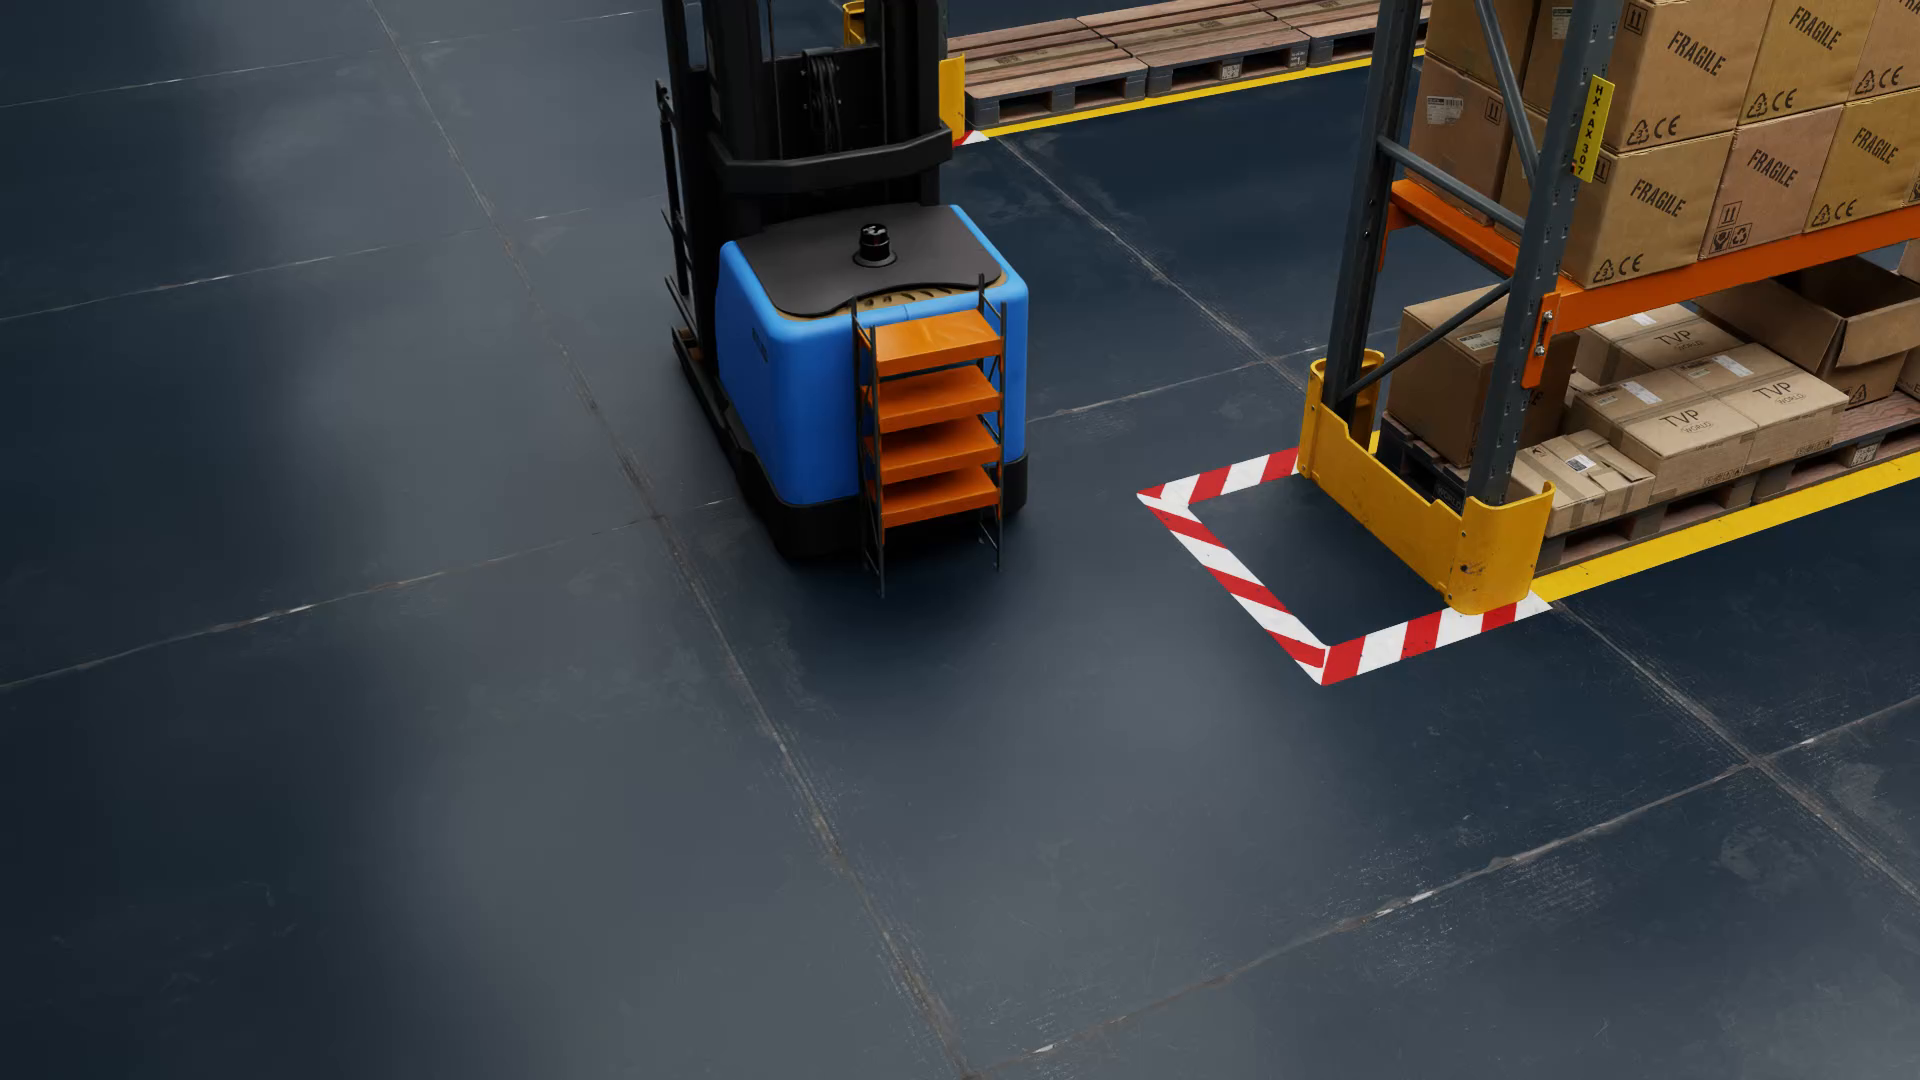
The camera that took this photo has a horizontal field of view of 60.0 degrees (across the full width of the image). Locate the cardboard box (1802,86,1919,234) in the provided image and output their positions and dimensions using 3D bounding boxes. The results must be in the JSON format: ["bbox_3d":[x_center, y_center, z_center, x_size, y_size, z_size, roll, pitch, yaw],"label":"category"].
[{"bbox_3d":[3.198,-1.512,6.186,0.500,0.500,0.500,-16,39,-20],"label":"cardboard box"}]

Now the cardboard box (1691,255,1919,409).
[{"bbox_3d":[3.686,-0.951,7.240,0.637,0.503,0.797,-16,39,-20],"label":"cardboard box"}]

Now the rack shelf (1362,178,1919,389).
[{"bbox_3d":[3.574,-1.460,6.804,4.000,0.370,1.077,-16,39,-20],"label":"rack shelf"}]

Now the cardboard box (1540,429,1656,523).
[{"bbox_3d":[2.515,-0.265,6.598,0.250,0.166,0.380,-16,39,-20],"label":"cardboard box"}]

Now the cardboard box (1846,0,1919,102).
[{"bbox_3d":[3.202,-1.915,5.890,0.500,0.500,0.500,-15,39,-19],"label":"cardboard box"}]

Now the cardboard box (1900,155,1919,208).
[{"bbox_3d":[3.651,-1.637,6.355,0.500,0.500,0.500,-15,39,-19],"label":"cardboard box"}]

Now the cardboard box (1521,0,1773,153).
[{"bbox_3d":[2.277,-1.654,5.539,0.500,0.500,0.500,-14,39,-19],"label":"cardboard box"}]

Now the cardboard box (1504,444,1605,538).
[{"bbox_3d":[2.289,-0.195,6.518,0.250,0.149,0.380,-16,39,-20],"label":"cardboard box"}]

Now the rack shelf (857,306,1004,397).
[{"bbox_3d":[-0.112,-0.686,6.008,0.480,0.148,0.258,-13,38,-16],"label":"rack shelf"}]

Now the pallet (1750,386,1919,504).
[{"bbox_3d":[3.657,-0.650,7.450,1.213,0.211,1.003,-16,39,-20],"label":"pallet"}]

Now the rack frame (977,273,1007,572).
[{"bbox_3d":[0.117,-0.422,6.311,0.015,1.200,0.240,-13,38,-16],"label":"rack frame"}]

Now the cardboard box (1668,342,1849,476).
[{"bbox_3d":[3.282,-0.552,6.916,0.500,0.250,0.500,-16,39,-20],"label":"cardboard box"}]

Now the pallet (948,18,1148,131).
[{"bbox_3d":[0.425,-2.982,10.594,1.213,0.211,1.003,-16,39,-20],"label":"pallet"}]

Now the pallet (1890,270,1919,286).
[{"bbox_3d":[4.763,-0.961,7.869,1.213,0.211,1.003,-16,39,-20],"label":"pallet"}]

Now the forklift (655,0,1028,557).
[{"bbox_3d":[-0.718,-1.988,6.970,1.130,2.935,3.031,-13,38,-16],"label":"forklift"}]

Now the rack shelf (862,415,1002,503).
[{"bbox_3d":[-0.112,-0.317,6.282,0.480,0.148,0.258,-13,38,-16],"label":"rack shelf"}]

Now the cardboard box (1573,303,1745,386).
[{"bbox_3d":[3.024,-0.809,7.262,0.500,0.250,0.500,-16,39,-20],"label":"cardboard box"}]

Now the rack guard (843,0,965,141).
[{"bbox_3d":[-0.354,-2.897,10.237,0.348,0.500,1.175,-16,39,-20],"label":"rack guard"}]

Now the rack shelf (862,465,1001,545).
[{"bbox_3d":[-0.112,-0.157,6.401,0.480,0.148,0.258,-13,38,-16],"label":"rack shelf"}]

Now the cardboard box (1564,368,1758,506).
[{"bbox_3d":[2.829,-0.426,6.745,0.500,0.250,0.500,-16,39,-20],"label":"cardboard box"}]

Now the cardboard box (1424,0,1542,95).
[{"bbox_3d":[2.050,-1.945,5.931,0.500,0.500,0.500,-16,39,-20],"label":"cardboard box"}]

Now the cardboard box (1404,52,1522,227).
[{"bbox_3d":[2.053,-1.543,6.228,0.500,0.500,0.500,-14,39,-19],"label":"cardboard box"}]

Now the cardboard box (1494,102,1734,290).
[{"bbox_3d":[2.277,-1.253,5.837,0.500,0.500,0.500,-15,39,-19],"label":"cardboard box"}]

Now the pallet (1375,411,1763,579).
[{"bbox_3d":[2.554,-0.344,7.037,1.213,0.211,1.003,-16,39,-20],"label":"pallet"}]

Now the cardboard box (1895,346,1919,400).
[{"bbox_3d":[4.311,-0.865,7.285,0.500,0.311,0.500,-16,39,-20],"label":"cardboard box"}]

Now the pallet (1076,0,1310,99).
[{"bbox_3d":[1.528,-3.289,11.007,1.213,0.211,1.003,-16,39,-20],"label":"pallet"}]

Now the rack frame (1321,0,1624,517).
[{"bbox_3d":[1.764,-1.242,5.907,0.127,3.000,1.000,-16,39,-20],"label":"rack frame"}]

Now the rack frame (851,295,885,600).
[{"bbox_3d":[-0.340,-0.319,6.173,0.015,1.200,0.240,-13,38,-16],"label":"rack frame"}]

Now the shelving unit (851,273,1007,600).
[{"bbox_3d":[-0.112,-0.371,6.242,0.503,1.200,0.258,-13,38,-16],"label":"shelving unit"}]

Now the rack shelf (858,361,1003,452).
[{"bbox_3d":[-0.112,-0.496,6.149,0.480,0.148,0.258,-13,38,-16],"label":"rack shelf"}]

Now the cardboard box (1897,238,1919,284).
[{"bbox_3d":[4.913,-1.362,7.956,0.500,0.311,0.500,-16,39,-20],"label":"cardboard box"}]

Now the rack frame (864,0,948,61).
[{"bbox_3d":[-0.338,-3.915,9.510,0.127,3.000,1.000,-16,39,-20],"label":"rack frame"}]

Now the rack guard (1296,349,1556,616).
[{"bbox_3d":[1.832,-0.258,6.678,0.348,0.500,1.175,-16,39,-20],"label":"rack guard"}]

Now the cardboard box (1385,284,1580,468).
[{"bbox_3d":[2.151,-0.686,6.885,0.500,0.500,0.500,-16,39,-20],"label":"cardboard box"}]

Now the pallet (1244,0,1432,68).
[{"bbox_3d":[2.634,-3.600,11.426,1.213,0.211,1.003,-16,39,-20],"label":"pallet"}]

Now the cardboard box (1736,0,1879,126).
[{"bbox_3d":[2.747,-1.791,5.723,0.500,0.500,0.500,-15,39,-19],"label":"cardboard box"}]

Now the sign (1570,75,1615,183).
[{"bbox_3d":[1.994,-1.297,5.255,0.005,0.325,0.100,-16,39,-20],"label":"sign"}]

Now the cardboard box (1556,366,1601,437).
[{"bbox_3d":[2.556,-0.606,7.057,0.250,0.166,0.380,-16,39,-20],"label":"cardboard box"}]

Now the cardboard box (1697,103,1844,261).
[{"bbox_3d":[2.742,-1.386,6.017,0.500,0.500,0.500,-16,39,-20],"label":"cardboard box"}]
